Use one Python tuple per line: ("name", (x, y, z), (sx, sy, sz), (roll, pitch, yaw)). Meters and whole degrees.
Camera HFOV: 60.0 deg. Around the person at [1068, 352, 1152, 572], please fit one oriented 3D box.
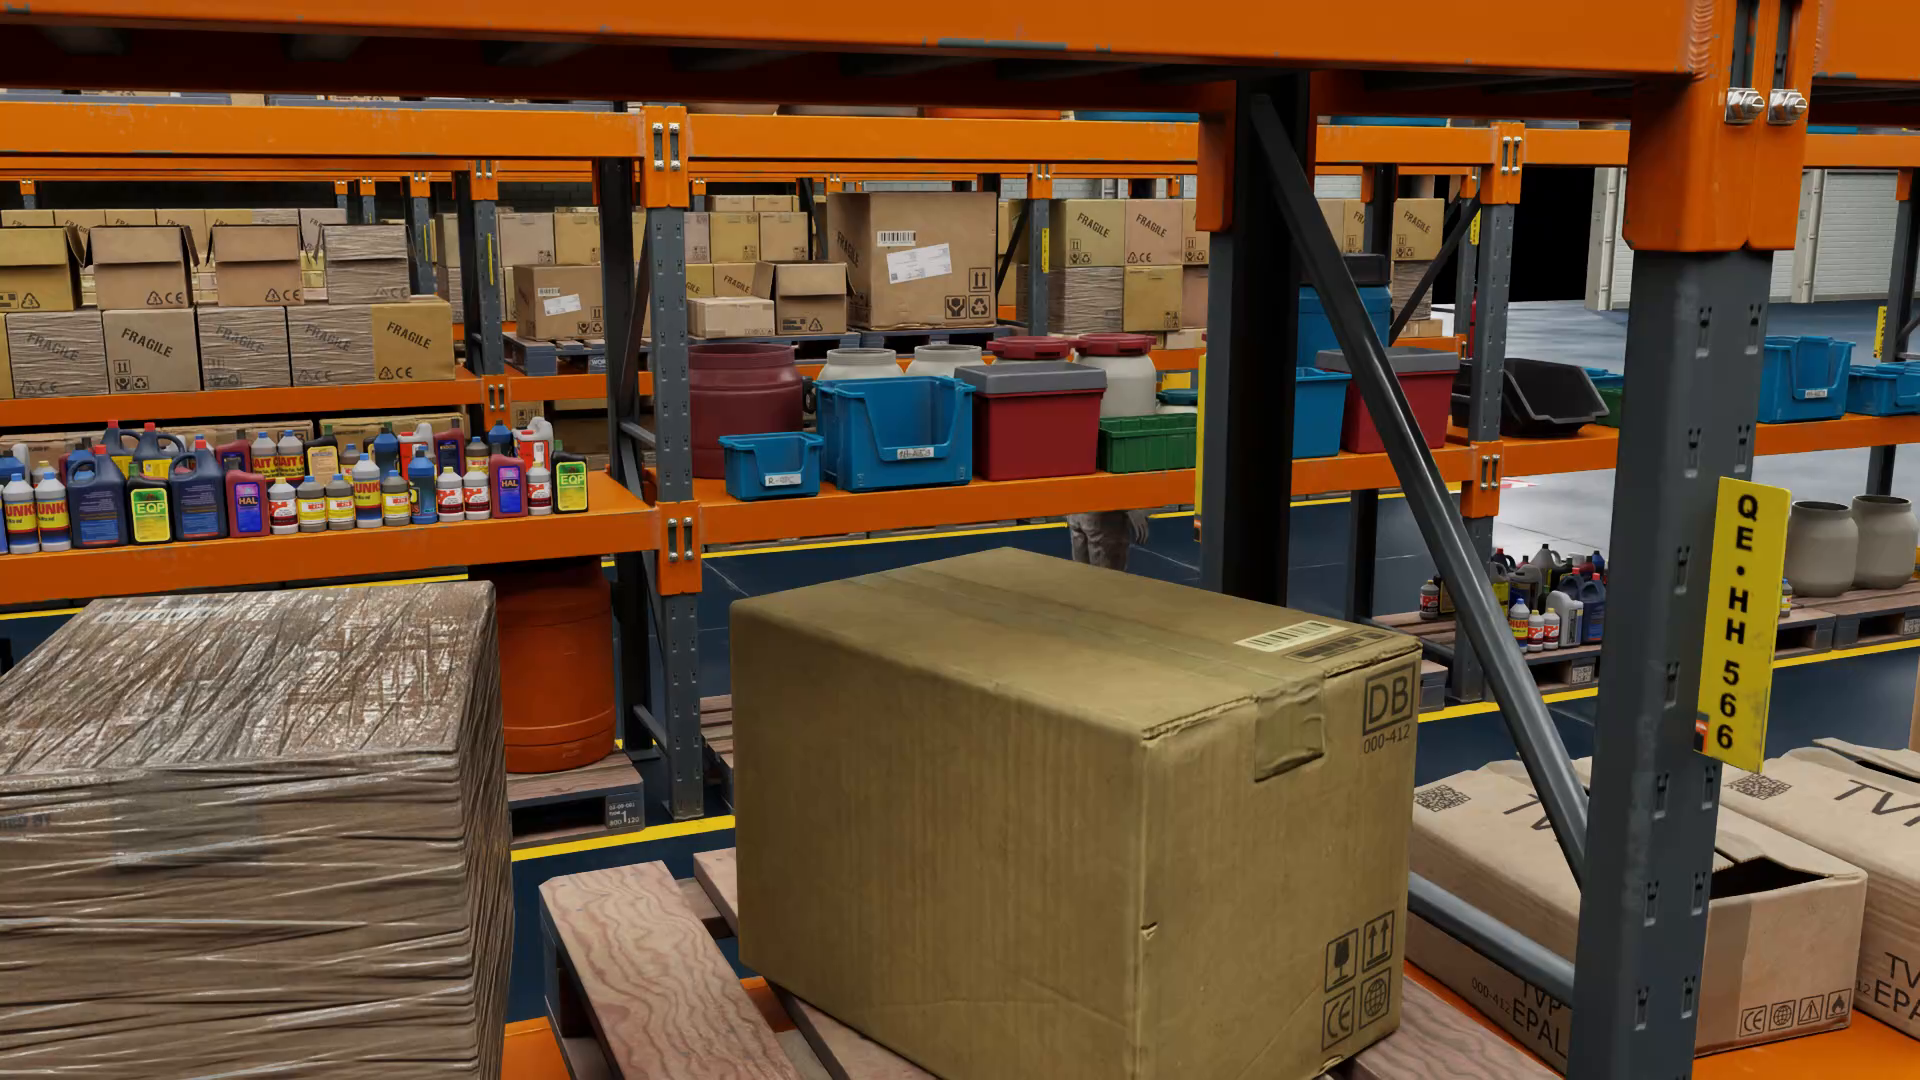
("person", (0.738, -0.153, 8.549), (0.417, 1.798, 0.572), (-5, 13, -22))
